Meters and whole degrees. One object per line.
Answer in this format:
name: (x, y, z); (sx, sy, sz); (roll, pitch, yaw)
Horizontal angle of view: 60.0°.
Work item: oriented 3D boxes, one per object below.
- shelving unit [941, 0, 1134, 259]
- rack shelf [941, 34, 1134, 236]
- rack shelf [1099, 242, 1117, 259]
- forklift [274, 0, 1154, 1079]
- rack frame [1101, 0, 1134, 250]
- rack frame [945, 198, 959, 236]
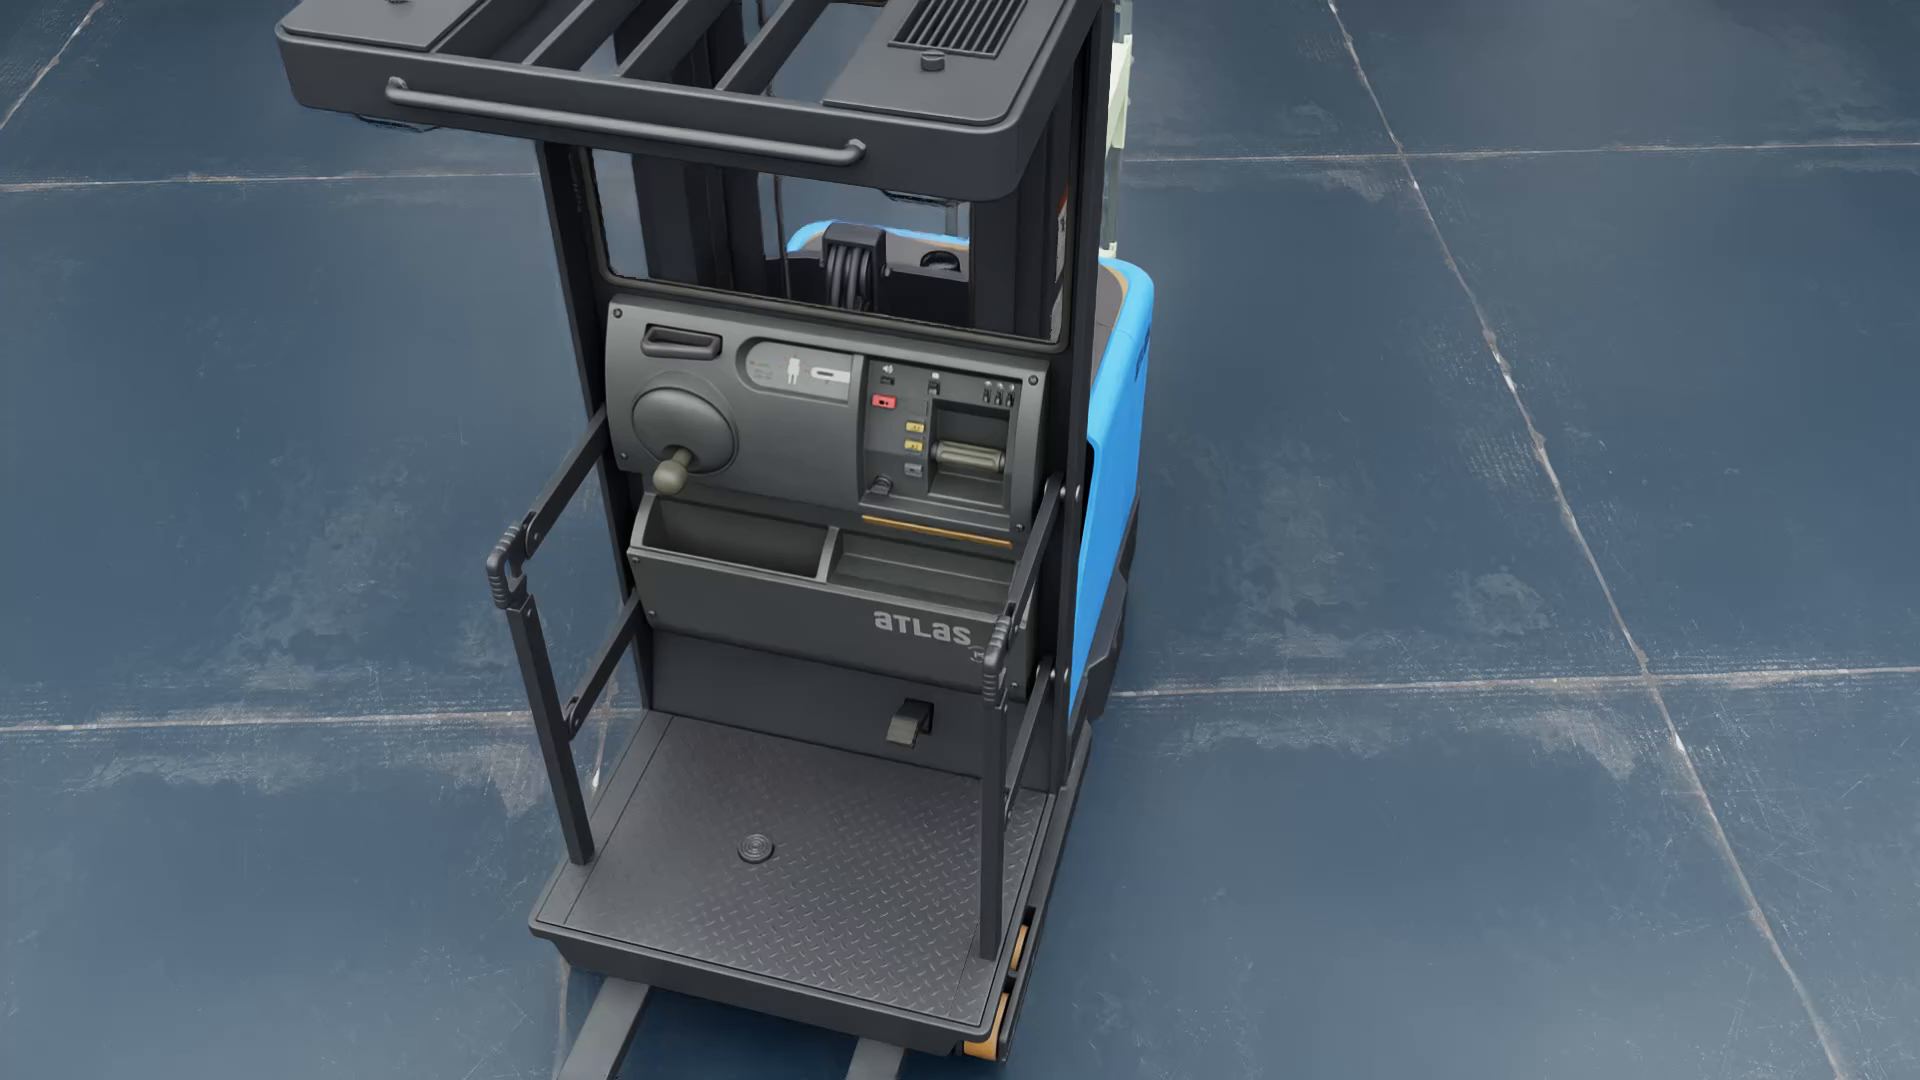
shelving unit: (0.234, -0.865, 5.084); (0.431, 1.500, 0.755); (8, 43, 9)
rack shelf: (0.234, -1.153, 4.820); (0.431, 0.370, 0.720); (8, 43, 9)
rack shelf: (0.234, -0.625, 5.304); (0.431, 0.370, 0.720); (8, 43, 9)
forklift: (-0.341, -0.159, 3.254); (1.130, 2.935, 3.031); (10, 44, 11)
rack frame: (0.311, -1.107, 5.348); (0.400, 1.500, 0.023); (8, 43, 9)
rack frame: (0.157, -0.624, 4.820); (0.400, 1.500, 0.023); (8, 43, 9)
